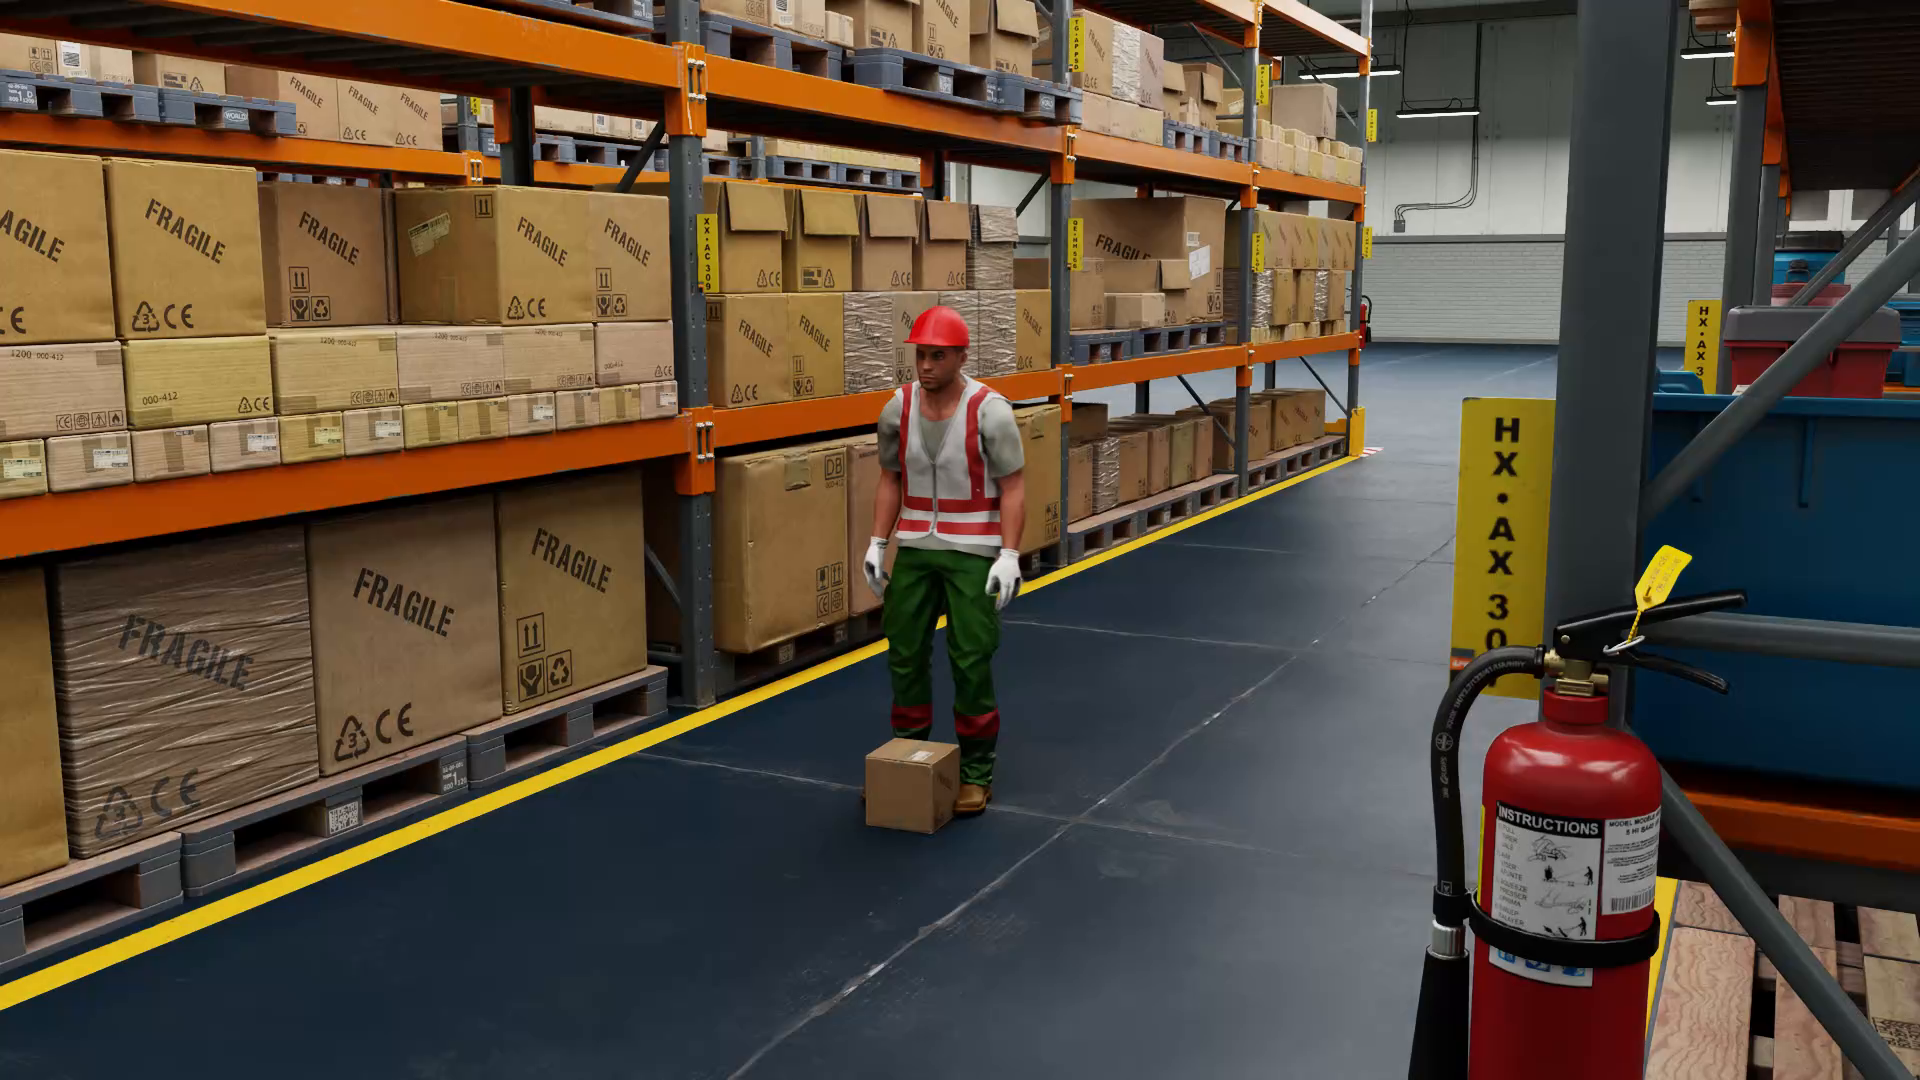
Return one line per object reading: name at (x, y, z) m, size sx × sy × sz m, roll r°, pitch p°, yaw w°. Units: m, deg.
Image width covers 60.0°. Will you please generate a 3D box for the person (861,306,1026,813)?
person at (-0.062, 0.069, 5.876) m, size 0.611 × 1.779 × 0.455 m, roll 4°, pitch 10°, yaw 25°
